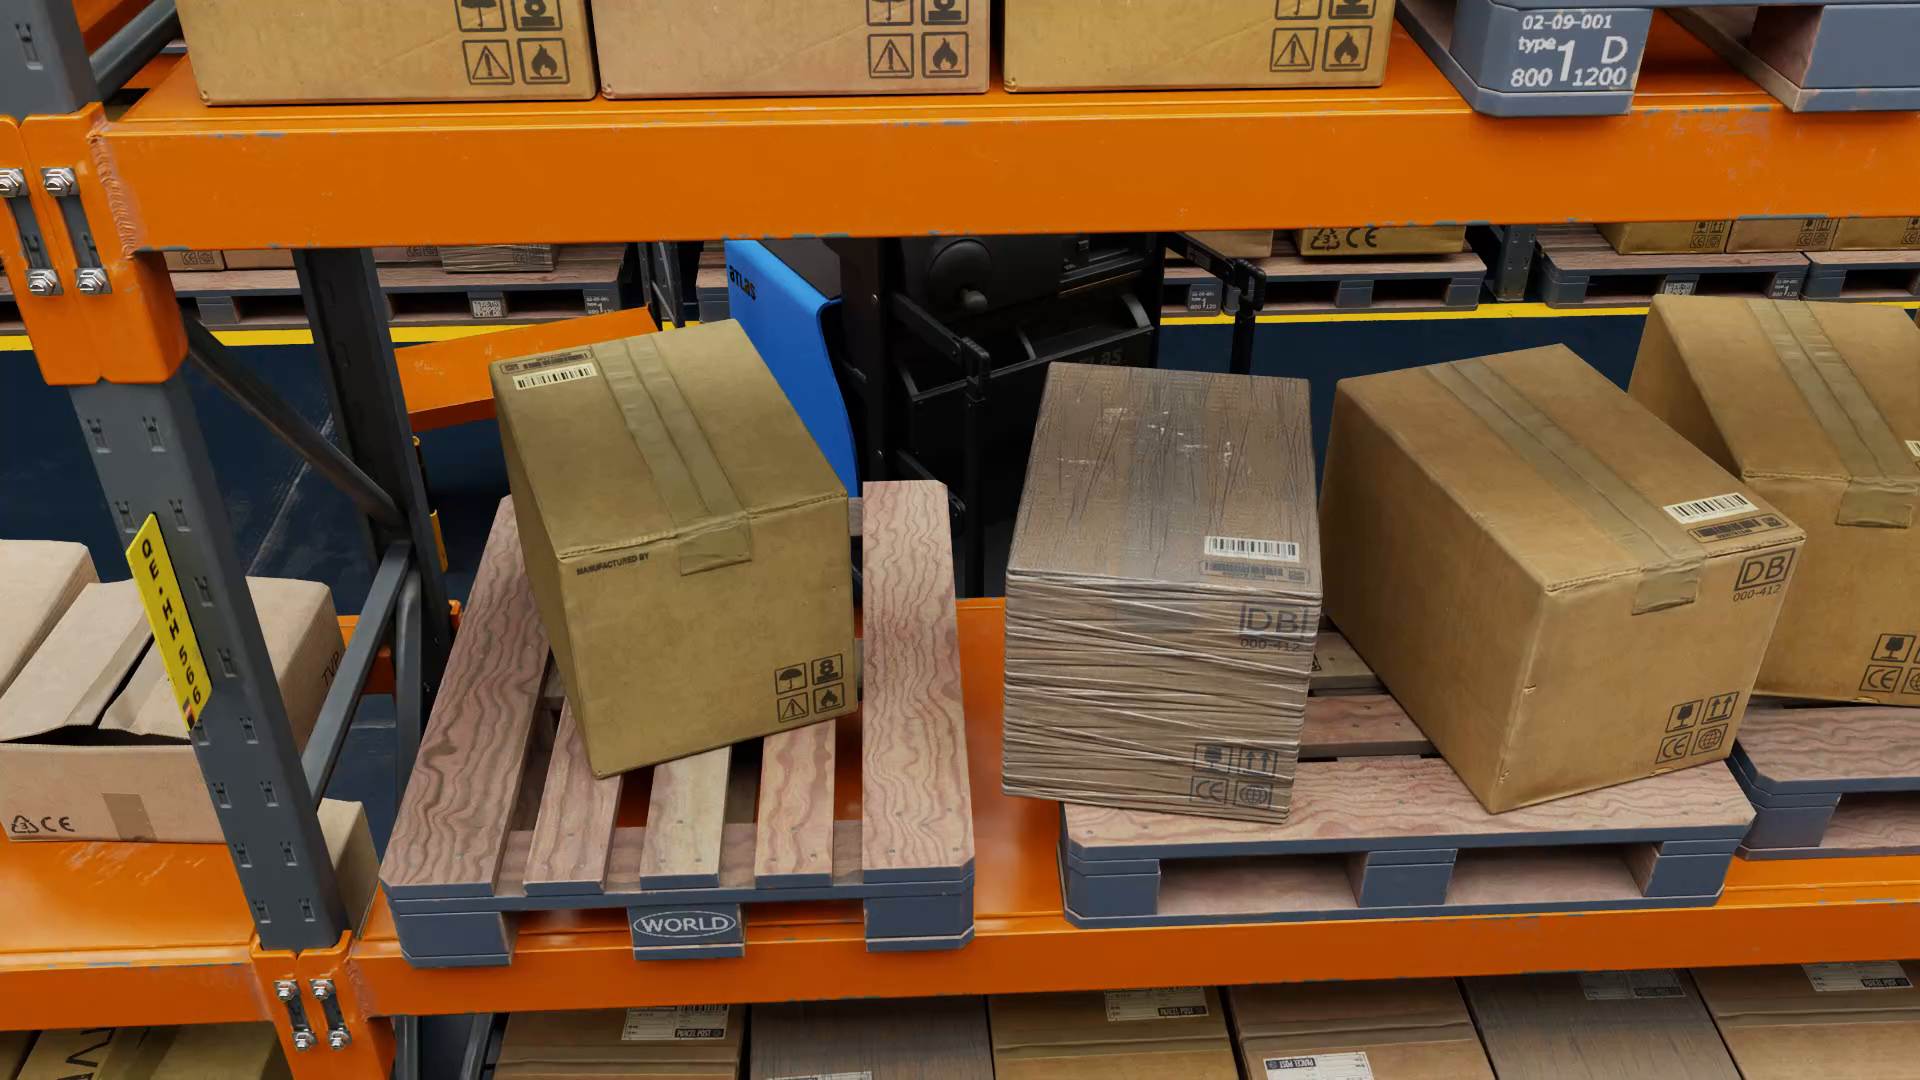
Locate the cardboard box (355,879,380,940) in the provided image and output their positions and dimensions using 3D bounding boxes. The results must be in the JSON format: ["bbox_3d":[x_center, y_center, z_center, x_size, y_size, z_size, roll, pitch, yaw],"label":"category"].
[{"bbox_3d":[-1.714,1.089,4.087,0.500,0.250,0.500,-2,35,-2],"label":"cardboard box"}]

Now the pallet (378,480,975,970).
[{"bbox_3d":[-0.503,0.305,3.342,1.003,0.211,1.213,-2,35,-2],"label":"pallet"}]

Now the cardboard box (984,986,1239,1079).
[{"bbox_3d":[0.316,1.254,3.613,0.500,0.500,0.500,-2,35,-3],"label":"cardboard box"}]

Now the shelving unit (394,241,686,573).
[{"bbox_3d":[-1.553,-0.753,6.020,1.083,1.500,0.587,-13,37,-18],"label":"shelving unit"}]

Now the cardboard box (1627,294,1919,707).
[{"bbox_3d":[1.651,-0.097,3.297,0.500,0.500,0.700,4,35,5],"label":"cardboard box"}]

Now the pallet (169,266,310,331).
[{"bbox_3d":[-3.411,-1.333,7.991,1.213,0.211,1.003,-2,35,-2],"label":"pallet"}]

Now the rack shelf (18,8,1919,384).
[{"bbox_3d":[0.821,-0.707,2.632,4.000,0.370,1.077,-2,35,-2],"label":"rack shelf"}]

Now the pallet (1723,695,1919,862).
[{"bbox_3d":[2.016,0.215,3.472,1.213,0.211,1.003,-2,35,-2],"label":"pallet"}]

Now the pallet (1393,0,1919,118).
[{"bbox_3d":[1.128,-0.972,2.548,1.003,0.211,1.213,-2,35,-2],"label":"pallet"}]

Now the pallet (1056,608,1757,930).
[{"bbox_3d":[0.766,0.308,3.337,1.213,0.211,1.003,-2,35,-2],"label":"pallet"}]

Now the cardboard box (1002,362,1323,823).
[{"bbox_3d":[0.370,0.073,3.051,0.500,0.500,0.700,5,35,7],"label":"cardboard box"}]

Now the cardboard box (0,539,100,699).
[{"bbox_3d":[-2.079,0.235,3.353,0.500,0.311,0.500,-2,35,-3],"label":"cardboard box"}]

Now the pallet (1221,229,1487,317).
[{"bbox_3d":[1.814,-1.429,8.129,1.213,0.211,1.003,-2,35,-2],"label":"pallet"}]

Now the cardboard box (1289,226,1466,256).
[{"bbox_3d":[1.938,-1.836,7.788,0.750,0.750,0.750,-1,35,-2],"label":"cardboard box"}]

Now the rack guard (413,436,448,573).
[{"bbox_3d":[-2.016,-0.135,6.225,0.087,0.250,0.587,-13,37,-18],"label":"rack guard"}]

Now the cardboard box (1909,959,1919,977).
[{"bbox_3d":[2.340,1.200,3.691,0.500,0.500,0.500,-2,35,-2],"label":"cardboard box"}]

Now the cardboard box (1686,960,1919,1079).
[{"bbox_3d":[1.845,1.208,3.678,0.500,0.500,0.500,-1,35,-2],"label":"cardboard box"}]

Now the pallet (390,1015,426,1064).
[{"bbox_3d":[-2.001,1.431,3.997,1.213,0.211,1.003,-2,35,-2],"label":"pallet"}]

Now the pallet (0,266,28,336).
[{"bbox_3d":[-4.633,-1.299,7.941,1.213,0.211,1.003,-2,35,-2],"label":"pallet"}]

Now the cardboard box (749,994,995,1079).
[{"bbox_3d":[-0.186,1.264,3.597,0.500,0.500,0.500,-3,35,-4],"label":"cardboard box"}]

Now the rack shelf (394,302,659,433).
[{"bbox_3d":[-1.561,-0.603,6.119,1.000,0.185,0.538,-13,37,-18],"label":"rack shelf"}]

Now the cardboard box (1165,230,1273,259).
[{"bbox_3d":[1.050,-1.811,7.751,0.750,0.750,0.750,-1,35,-1],"label":"cardboard box"}]

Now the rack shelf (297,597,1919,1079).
[{"bbox_3d":[0.821,0.526,3.486,4.000,0.370,1.077,-2,35,-2],"label":"rack shelf"}]

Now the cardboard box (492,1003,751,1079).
[{"bbox_3d":[-0.708,1.281,3.572,0.500,0.500,0.500,0,35,0],"label":"cardboard box"}]

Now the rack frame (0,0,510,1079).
[{"bbox_3d":[-1.177,0.284,3.203,0.127,3.000,1.000,-2,35,-2],"label":"rack frame"}]

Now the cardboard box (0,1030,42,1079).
[{"bbox_3d":[-2.207,1.184,3.458,0.500,0.311,0.500,-2,35,-3],"label":"cardboard box"}]

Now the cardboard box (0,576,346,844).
[{"bbox_3d":[-1.542,0.306,3.250,0.500,0.311,0.500,1,35,1],"label":"cardboard box"}]

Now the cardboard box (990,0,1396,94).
[{"bbox_3d":[0.287,-1.049,2.406,0.500,0.500,0.910,-2,35,-2],"label":"cardboard box"}]

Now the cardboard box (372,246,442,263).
[{"bbox_3d":[-2.652,-1.688,7.863,0.500,0.500,0.700,-2,35,-2],"label":"cardboard box"}]

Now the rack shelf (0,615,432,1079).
[{"bbox_3d":[-3.174,0.634,3.330,4.000,0.370,1.077,-2,35,-2],"label":"rack shelf"}]

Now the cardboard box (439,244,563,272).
[{"bbox_3d":[-2.131,-1.635,7.787,0.500,0.500,0.700,-1,35,-2],"label":"cardboard box"}]

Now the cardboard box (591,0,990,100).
[{"bbox_3d":[-0.233,-1.035,2.386,0.500,0.500,0.910,-2,35,-2],"label":"cardboard box"}]

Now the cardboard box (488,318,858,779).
[{"bbox_3d":[-0.553,-0.010,3.172,0.500,0.500,0.700,-13,37,-18],"label":"cardboard box"}]

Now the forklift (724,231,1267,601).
[{"bbox_3d":[0.326,-0.903,4.979,1.130,2.935,3.031,-19,39,-25],"label":"forklift"}]

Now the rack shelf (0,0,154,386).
[{"bbox_3d":[-3.174,-0.599,2.477,4.000,0.370,1.077,-2,35,-2],"label":"rack shelf"}]

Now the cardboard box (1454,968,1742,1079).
[{"bbox_3d":[1.345,1.222,3.659,0.500,0.500,0.500,-1,35,-2],"label":"cardboard box"}]

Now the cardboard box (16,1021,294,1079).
[{"bbox_3d":[-1.688,1.166,3.484,0.500,0.311,0.500,-1,35,-1],"label":"cardboard box"}]

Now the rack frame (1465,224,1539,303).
[{"bbox_3d":[2.581,-2.639,7.428,0.127,3.000,1.000,-2,35,-2],"label":"rack frame"}]

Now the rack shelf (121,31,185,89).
[{"bbox_3d":[-3.413,-2.182,7.399,4.000,0.370,1.077,-2,35,-2],"label":"rack shelf"}]

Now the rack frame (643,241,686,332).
[{"bbox_3d":[-1.089,-0.857,6.171,0.032,1.500,0.500,-13,37,-18],"label":"rack frame"}]

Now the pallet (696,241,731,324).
[{"bbox_3d":[-0.624,-1.363,8.034,1.213,0.211,1.003,-2,35,-2],"label":"pallet"}]

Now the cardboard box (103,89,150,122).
[{"bbox_3d":[-3.717,-1.944,7.575,0.500,0.250,0.500,-2,35,-4],"label":"cardboard box"}]

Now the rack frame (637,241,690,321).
[{"bbox_3d":[-1.415,-2.531,7.272,0.127,3.000,1.000,-2,35,-2],"label":"rack frame"}]

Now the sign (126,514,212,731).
[{"bbox_3d":[-1.147,0.124,2.418,0.005,0.325,0.100,-2,35,-2],"label":"sign"}]

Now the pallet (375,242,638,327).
[{"bbox_3d":[-2.195,-1.365,8.036,1.213,0.211,1.003,-2,35,-2],"label":"pallet"}]

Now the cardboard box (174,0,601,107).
[{"bbox_3d":[-0.742,-1.021,2.366,0.500,0.500,0.910,-2,35,-2],"label":"cardboard box"}]

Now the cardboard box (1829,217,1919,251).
[{"bbox_3d":[4.347,-1.770,7.999,0.500,0.500,0.700,-1,35,-1],"label":"cardboard box"}]

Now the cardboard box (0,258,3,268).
[{"bbox_3d":[-4.676,-1.606,7.745,0.500,0.500,0.700,0,35,-1],"label":"cardboard box"}]

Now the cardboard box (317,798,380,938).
[{"bbox_3d":[-1.714,0.859,3.927,0.500,0.311,0.500,0,35,-1],"label":"cardboard box"}]

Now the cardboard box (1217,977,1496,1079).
[{"bbox_3d":[0.837,1.237,3.637,0.500,0.500,0.500,-3,35,-4],"label":"cardboard box"}]

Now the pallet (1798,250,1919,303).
[{"bbox_3d":[4.566,-1.503,8.236,1.213,0.211,1.003,-2,35,-2],"label":"pallet"}]

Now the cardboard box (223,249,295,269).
[{"bbox_3d":[-3.147,-1.658,7.820,0.500,0.500,0.700,-2,35,-2],"label":"cardboard box"}]

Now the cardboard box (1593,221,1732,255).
[{"bbox_3d":[3.333,-1.746,7.964,0.500,0.500,0.700,-1,35,-2],"label":"cardboard box"}]

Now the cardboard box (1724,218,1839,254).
[{"bbox_3d":[3.835,-1.758,7.981,0.500,0.500,0.700,-2,35,-3],"label":"cardboard box"}]

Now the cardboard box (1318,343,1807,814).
[{"bbox_3d":[1.057,0.045,3.092,0.500,0.500,0.700,-10,36,-14],"label":"cardboard box"}]

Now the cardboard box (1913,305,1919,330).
[{"bbox_3d":[2.335,-0.152,3.376,0.500,0.500,0.700,-13,37,-18],"label":"cardboard box"}]

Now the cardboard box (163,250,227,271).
[{"bbox_3d":[-3.651,-1.639,7.793,0.500,0.500,0.700,-1,35,-2],"label":"cardboard box"}]

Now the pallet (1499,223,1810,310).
[{"bbox_3d":[3.344,-1.469,8.187,1.213,0.211,1.003,-2,35,-2],"label":"pallet"}]

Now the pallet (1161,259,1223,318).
[{"bbox_3d":[0.592,-1.394,8.079,1.213,0.211,1.003,-2,35,-2],"label":"pallet"}]

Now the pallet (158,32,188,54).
[{"bbox_3d":[-3.390,-2.376,7.216,1.213,0.211,1.003,-2,35,-2],"label":"pallet"}]
